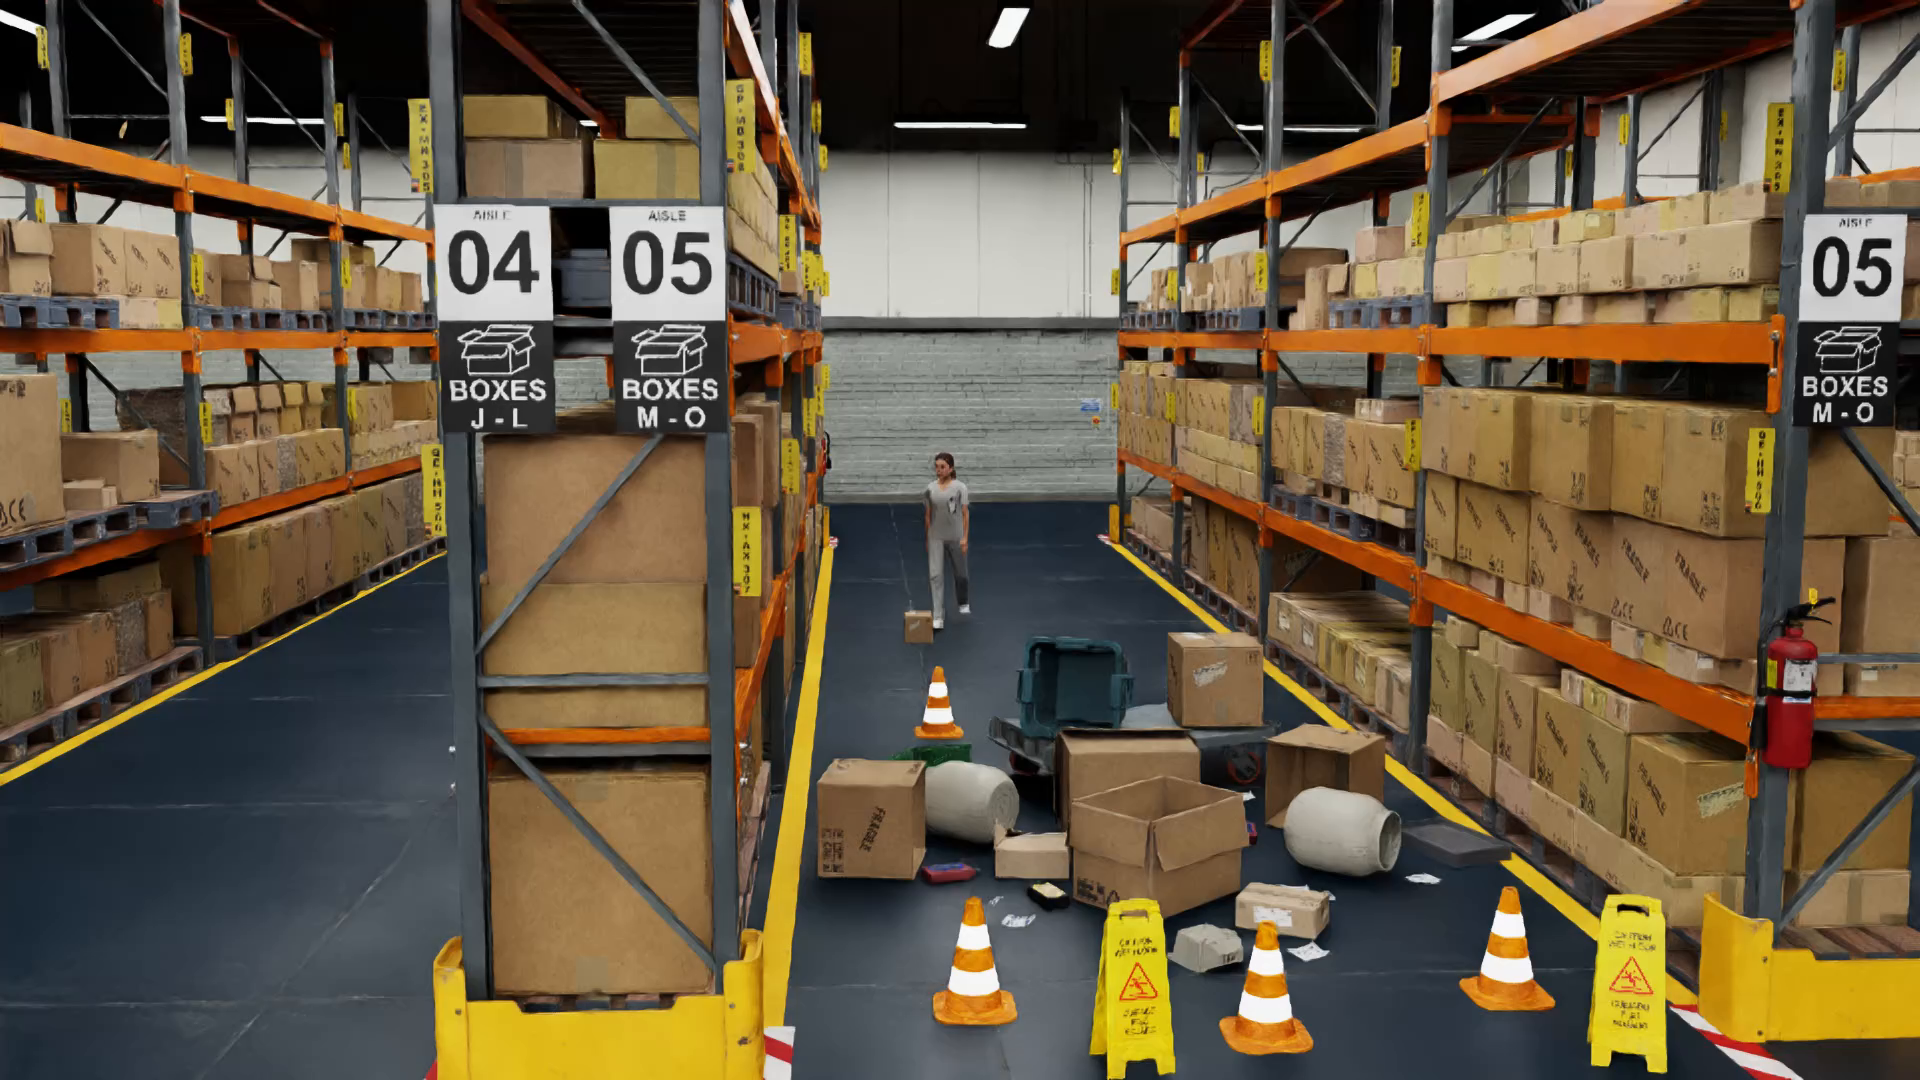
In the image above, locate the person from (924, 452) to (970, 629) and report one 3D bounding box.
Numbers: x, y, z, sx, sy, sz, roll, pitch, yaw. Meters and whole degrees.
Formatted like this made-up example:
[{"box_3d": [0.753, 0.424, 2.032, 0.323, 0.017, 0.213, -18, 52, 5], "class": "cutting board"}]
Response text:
[{"box_3d": [-0.128, -0.012, 15.861, 0.443, 1.653, 0.922, 1, 7, 4], "class": "person"}]
